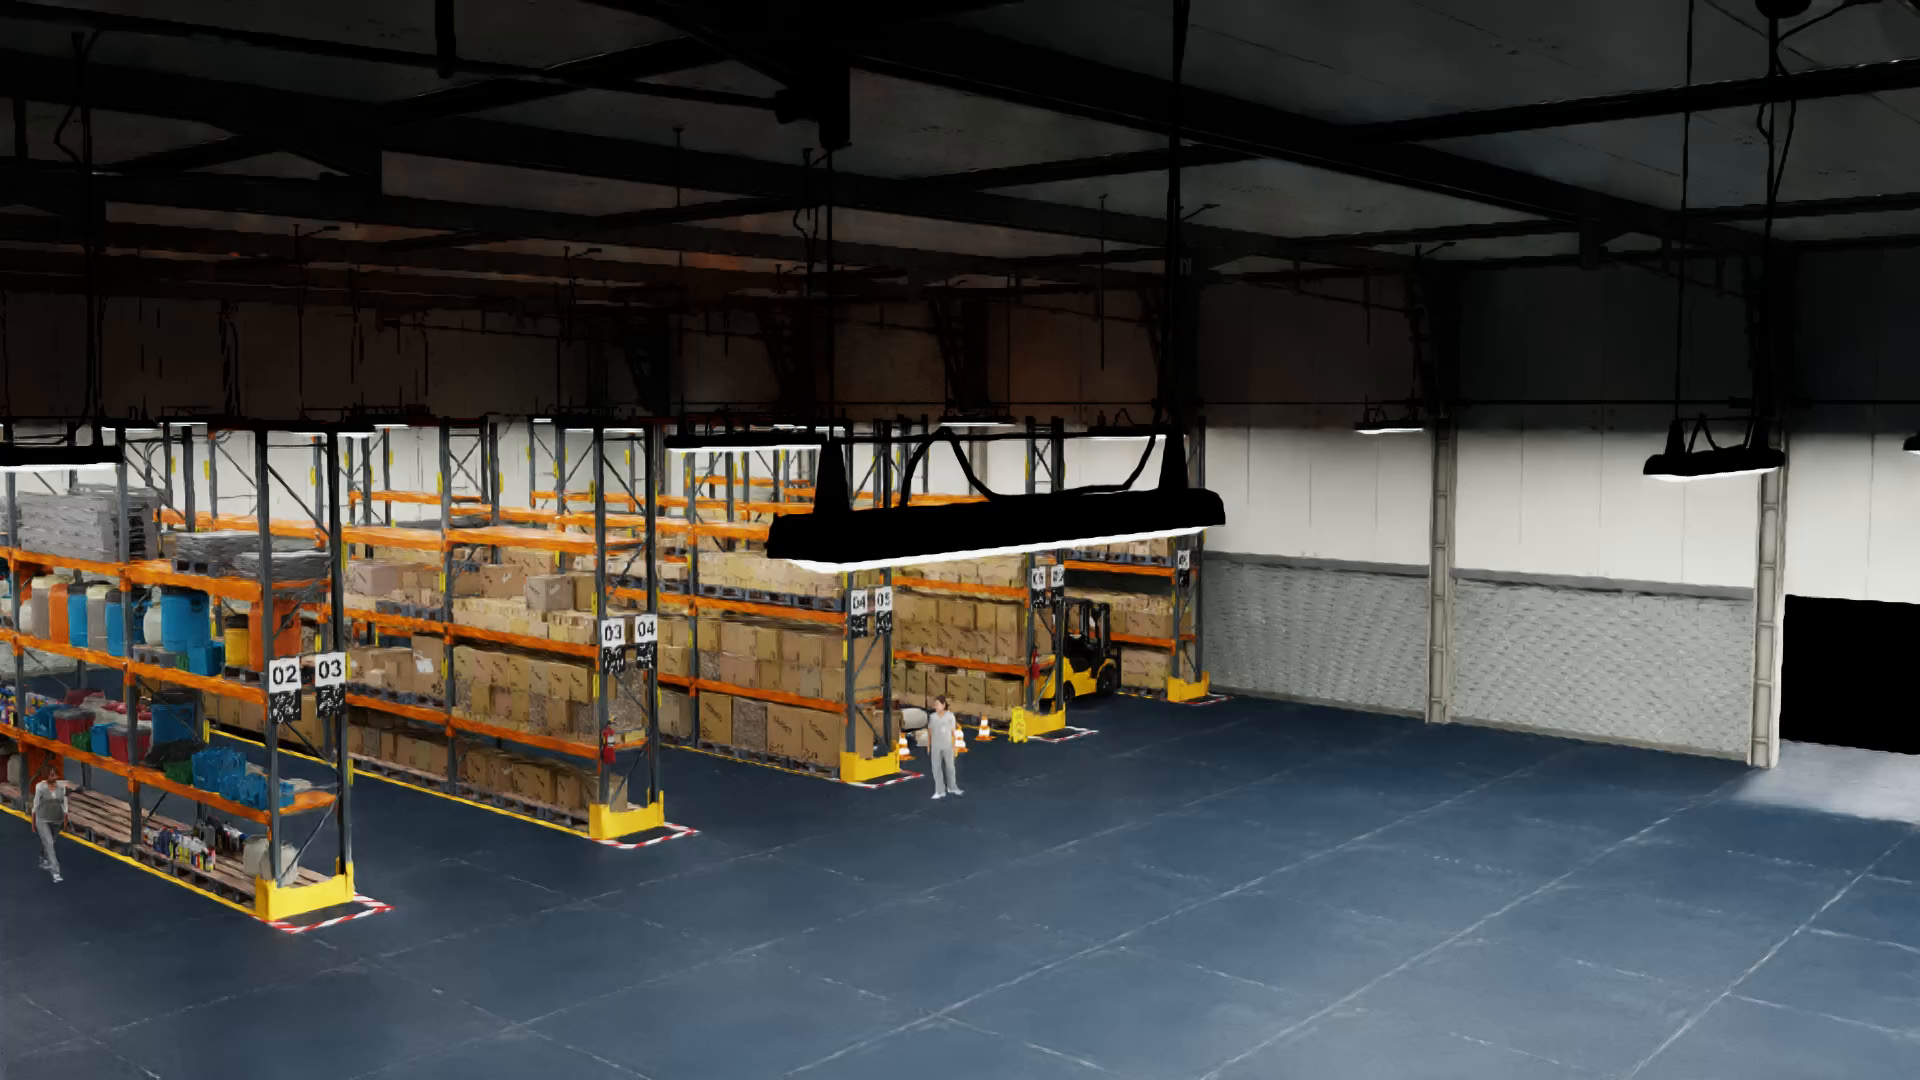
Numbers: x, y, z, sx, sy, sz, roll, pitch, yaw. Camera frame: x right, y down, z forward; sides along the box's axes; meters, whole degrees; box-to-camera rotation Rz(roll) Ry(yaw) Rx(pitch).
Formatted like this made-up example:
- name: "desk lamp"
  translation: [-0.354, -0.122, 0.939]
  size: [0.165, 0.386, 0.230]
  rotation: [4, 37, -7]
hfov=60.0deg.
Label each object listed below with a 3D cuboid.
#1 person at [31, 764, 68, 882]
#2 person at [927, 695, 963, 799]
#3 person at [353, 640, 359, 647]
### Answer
- name: "person"
  translation: [-12.089, 3.719, 22.132]
  size: [1.041, 1.517, 0.415]
  rotation: [4, 6, 38]
- name: "person"
  translation: [-0.247, 3.295, 26.645]
  size: [0.563, 1.662, 0.530]
  rotation: [1, 5, 14]
- name: "person"
  translation: [-12.122, 2.779, 33.136]
  size: [0.506, 1.618, 0.598]
  rotation: [4, 6, 39]
